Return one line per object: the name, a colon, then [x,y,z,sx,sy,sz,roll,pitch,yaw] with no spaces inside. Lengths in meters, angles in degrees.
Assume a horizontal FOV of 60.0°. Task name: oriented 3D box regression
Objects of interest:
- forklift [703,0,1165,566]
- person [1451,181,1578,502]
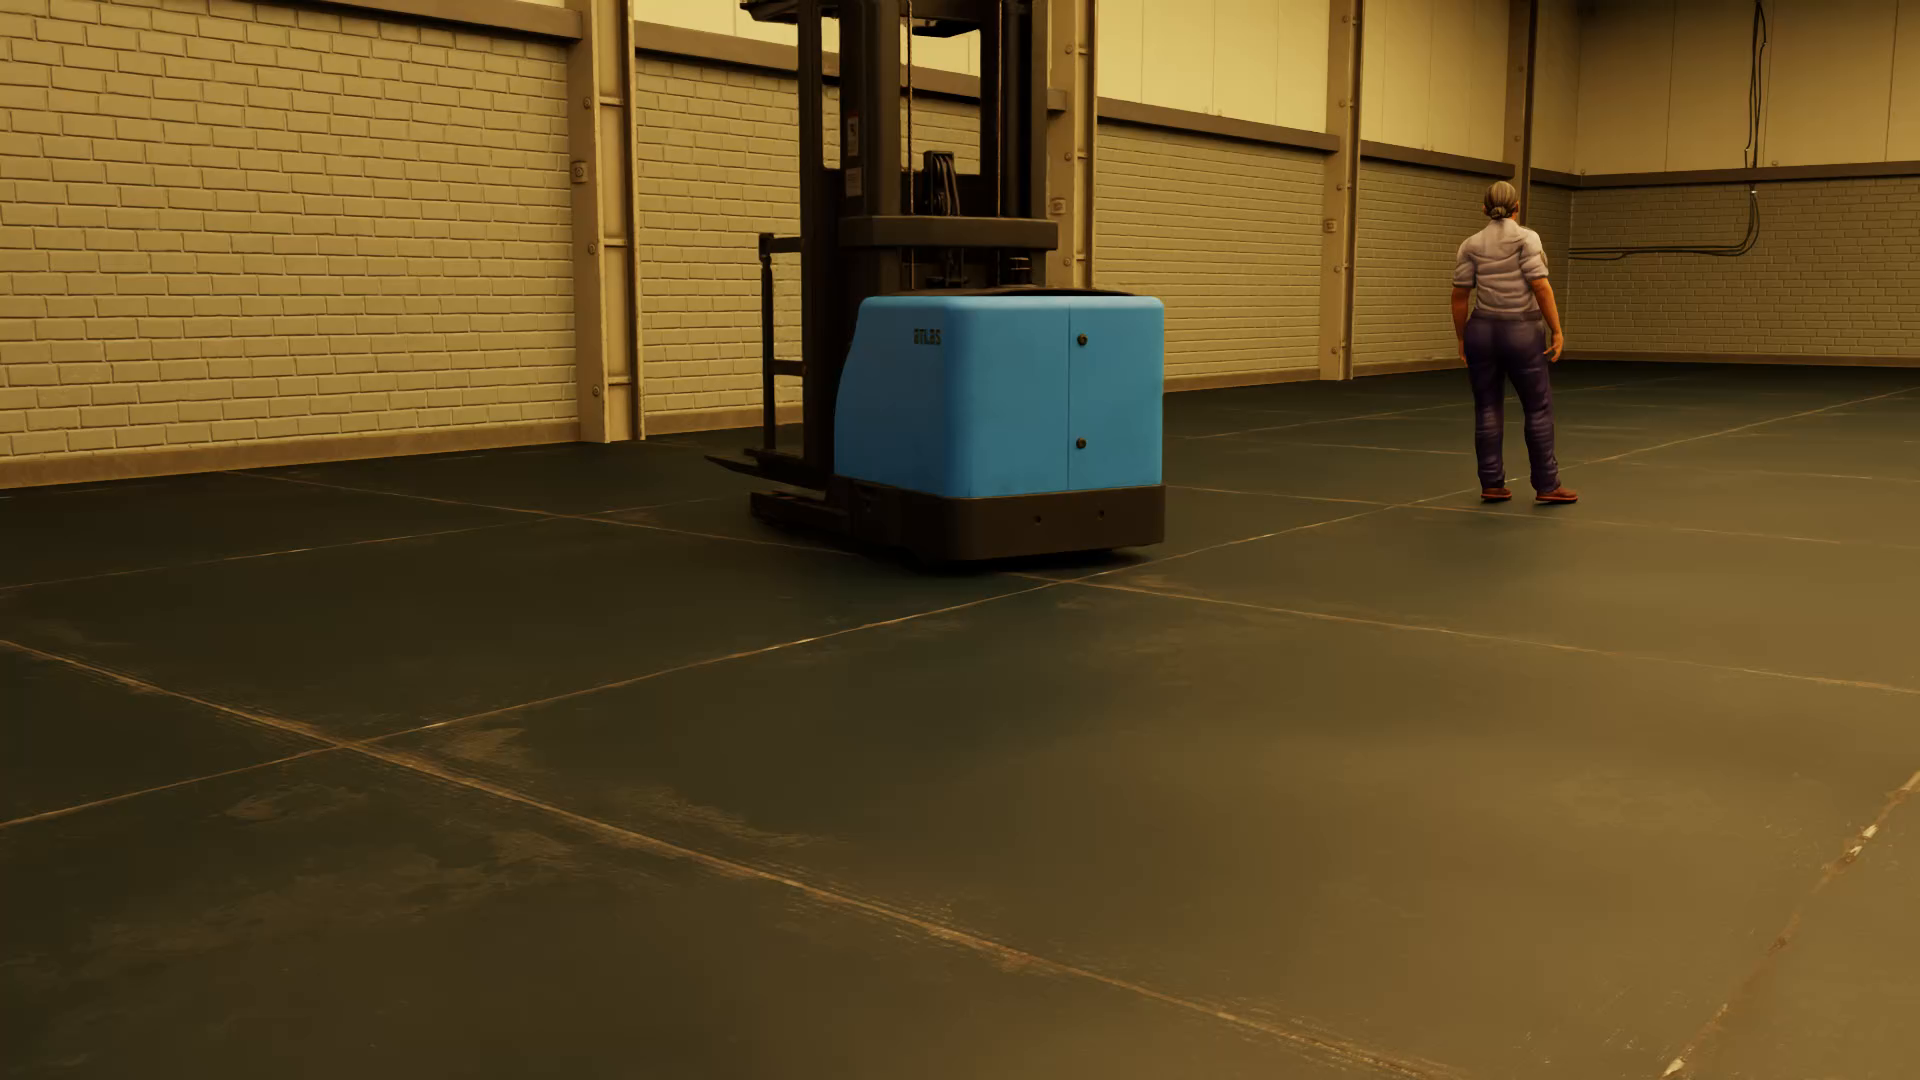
forklift: [-0.334,-1.522,7.681,1.130,2.935,3.031,-5,10,-30]
person: [2.904,-1.028,8.694,0.598,1.651,0.502,8,11,42]
